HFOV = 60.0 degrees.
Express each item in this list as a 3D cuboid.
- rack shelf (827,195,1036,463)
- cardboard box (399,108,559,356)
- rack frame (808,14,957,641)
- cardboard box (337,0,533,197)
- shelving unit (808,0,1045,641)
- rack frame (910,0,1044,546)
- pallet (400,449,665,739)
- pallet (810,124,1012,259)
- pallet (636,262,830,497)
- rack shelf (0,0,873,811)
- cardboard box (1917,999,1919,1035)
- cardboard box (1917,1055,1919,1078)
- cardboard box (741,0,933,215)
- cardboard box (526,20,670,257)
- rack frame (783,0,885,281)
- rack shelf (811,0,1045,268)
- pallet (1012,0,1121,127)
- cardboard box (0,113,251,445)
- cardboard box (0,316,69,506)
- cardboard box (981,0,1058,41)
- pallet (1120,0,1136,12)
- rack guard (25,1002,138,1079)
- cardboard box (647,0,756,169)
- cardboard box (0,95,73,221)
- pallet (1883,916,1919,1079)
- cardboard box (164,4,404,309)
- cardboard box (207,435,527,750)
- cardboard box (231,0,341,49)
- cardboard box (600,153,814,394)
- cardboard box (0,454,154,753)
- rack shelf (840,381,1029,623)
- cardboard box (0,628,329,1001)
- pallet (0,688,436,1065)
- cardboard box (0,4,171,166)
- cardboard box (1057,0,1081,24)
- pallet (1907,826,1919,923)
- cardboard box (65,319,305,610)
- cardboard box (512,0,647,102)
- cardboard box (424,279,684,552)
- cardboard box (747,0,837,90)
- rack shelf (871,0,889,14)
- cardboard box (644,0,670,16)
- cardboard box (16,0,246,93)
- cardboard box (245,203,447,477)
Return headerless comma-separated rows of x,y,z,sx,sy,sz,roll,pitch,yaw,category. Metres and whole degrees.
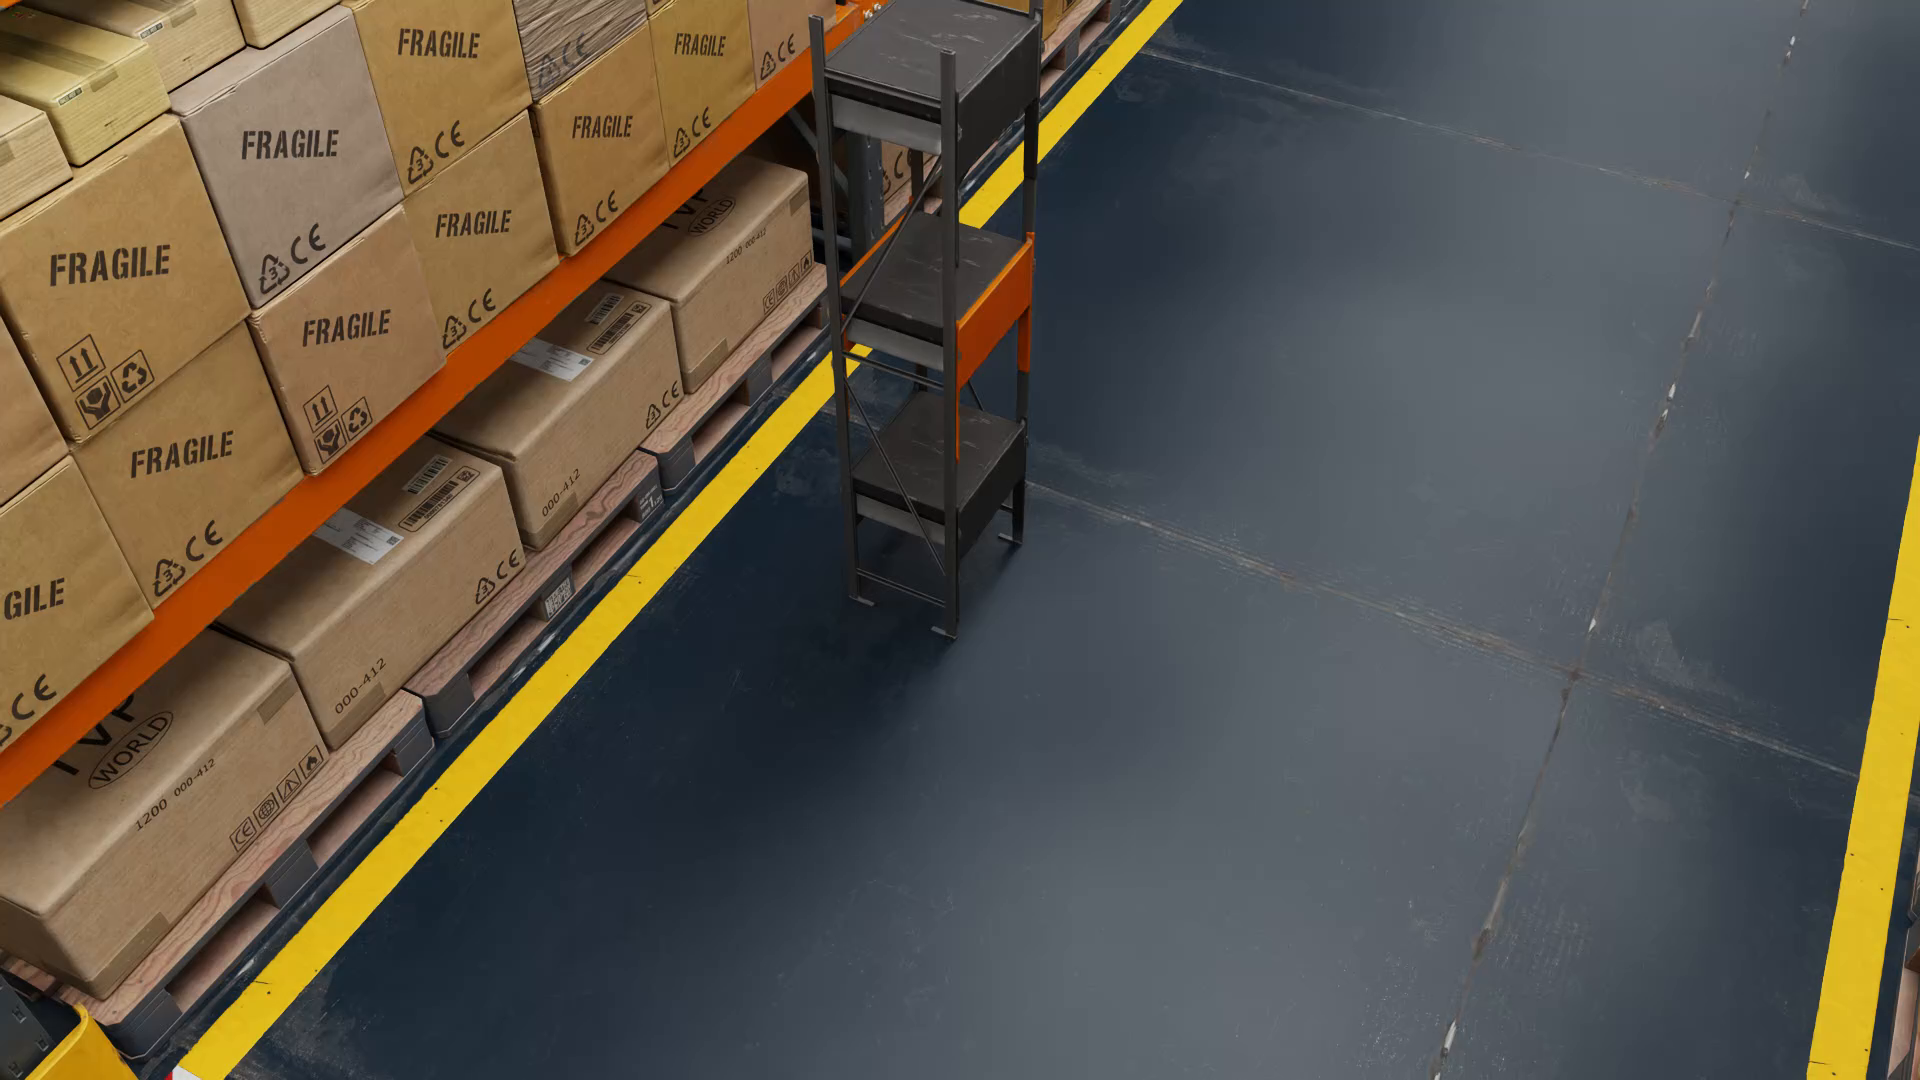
-0.077,-0.624,4.910,0.431,0.518,0.480,20,49,19,rack shelf
-1.464,-0.884,4.445,0.500,0.500,0.500,22,49,20,cardboard box
-0.190,-0.480,4.748,0.400,2.100,0.015,20,49,19,rack frame
-1.449,-1.242,4.095,0.500,0.500,0.500,21,49,19,cardboard box
-0.077,-0.634,4.900,0.431,2.100,0.503,20,49,19,shelving unit
0.036,-0.788,5.052,0.400,2.100,0.015,20,49,19,rack frame
-1.752,0.007,5.595,1.003,0.211,1.213,20,49,19,pallet
-0.473,-1.729,7.310,1.003,0.211,1.213,20,49,19,pallet
-1.187,-0.764,6.357,1.003,0.211,1.213,20,49,19,pallet
-1.693,-0.685,4.824,1.077,0.370,4.000,20,49,19,rack shelf
2.647,1.181,4.182,0.380,0.149,0.250,19,48,18,cardboard box
2.510,1.220,3.936,0.380,0.149,0.250,21,49,19,cardboard box
-0.547,-2.016,6.832,0.875,0.875,0.875,22,49,20,cardboard box
-1.208,-1.209,4.765,0.500,0.500,0.500,20,49,18,cardboard box
-0.764,-2.198,5.813,1.000,3.000,0.127,20,49,19,rack frame
-0.077,-1.116,4.412,0.431,0.518,0.480,20,49,19,rack shelf
0.092,-2.500,8.072,1.003,0.211,1.213,20,49,19,pallet
-1.912,-0.601,3.461,0.500,0.500,0.500,19,48,18,cardboard box
-2.146,-0.273,3.137,0.500,0.500,0.500,19,48,18,cardboard box
-0.135,-2.587,7.397,0.875,0.875,0.875,22,49,20,cardboard box
0.660,-3.266,8.829,1.003,0.211,1.213,20,49,19,pallet
-2.632,1.216,4.197,1.175,0.500,0.348,20,49,19,rack guard
-0.987,-1.530,5.083,0.500,0.500,0.500,19,48,18,cardboard box
-1.930,-0.739,3.142,0.380,0.149,0.250,22,49,20,cardboard box
2.821,1.559,4.060,1.003,0.211,1.213,20,49,19,pallet
-1.680,-0.928,3.784,0.500,0.500,0.500,20,49,19,cardboard box
-1.986,0.047,5.101,0.875,0.438,0.875,22,49,20,cardboard box
-1.596,-1.237,3.634,0.380,0.149,0.250,21,49,19,cardboard box
-1.151,-1.085,6.219,0.875,0.438,0.875,20,49,19,cardboard box
-2.144,0.079,3.492,0.500,0.500,0.500,20,49,19,cardboard box
-0.077,-0.132,5.408,0.431,0.518,0.480,20,49,19,rack shelf
-2.403,0.626,4.528,0.875,0.438,0.875,19,48,18,cardboard box
-2.319,0.773,4.838,1.003,0.211,1.213,20,49,19,pallet
-1.824,-0.911,3.312,0.380,0.149,0.250,19,48,18,cardboard box
0.281,-3.150,7.953,0.875,0.875,0.875,21,49,20,cardboard box
3.387,0.788,4.823,1.003,0.211,1.213,20,49,19,pallet
-1.934,-0.249,3.816,0.500,0.500,0.500,20,49,19,cardboard box
-1.209,-1.555,4.405,0.500,0.500,0.500,21,49,20,cardboard box
-1.566,-0.521,5.662,0.875,0.438,0.875,19,48,18,cardboard box
-0.753,-1.856,5.405,0.500,0.500,0.500,21,49,19,cardboard box
0.164,-3.205,7.314,1.077,0.370,4.000,20,49,19,rack shelf
-0.981,-1.879,4.725,0.500,0.500,0.500,20,49,18,cardboard box
-1.749,-1.094,3.493,0.380,0.149,0.250,21,49,19,cardboard box
-1.682,-0.563,4.127,0.500,0.500,0.500,20,49,19,cardboard box
